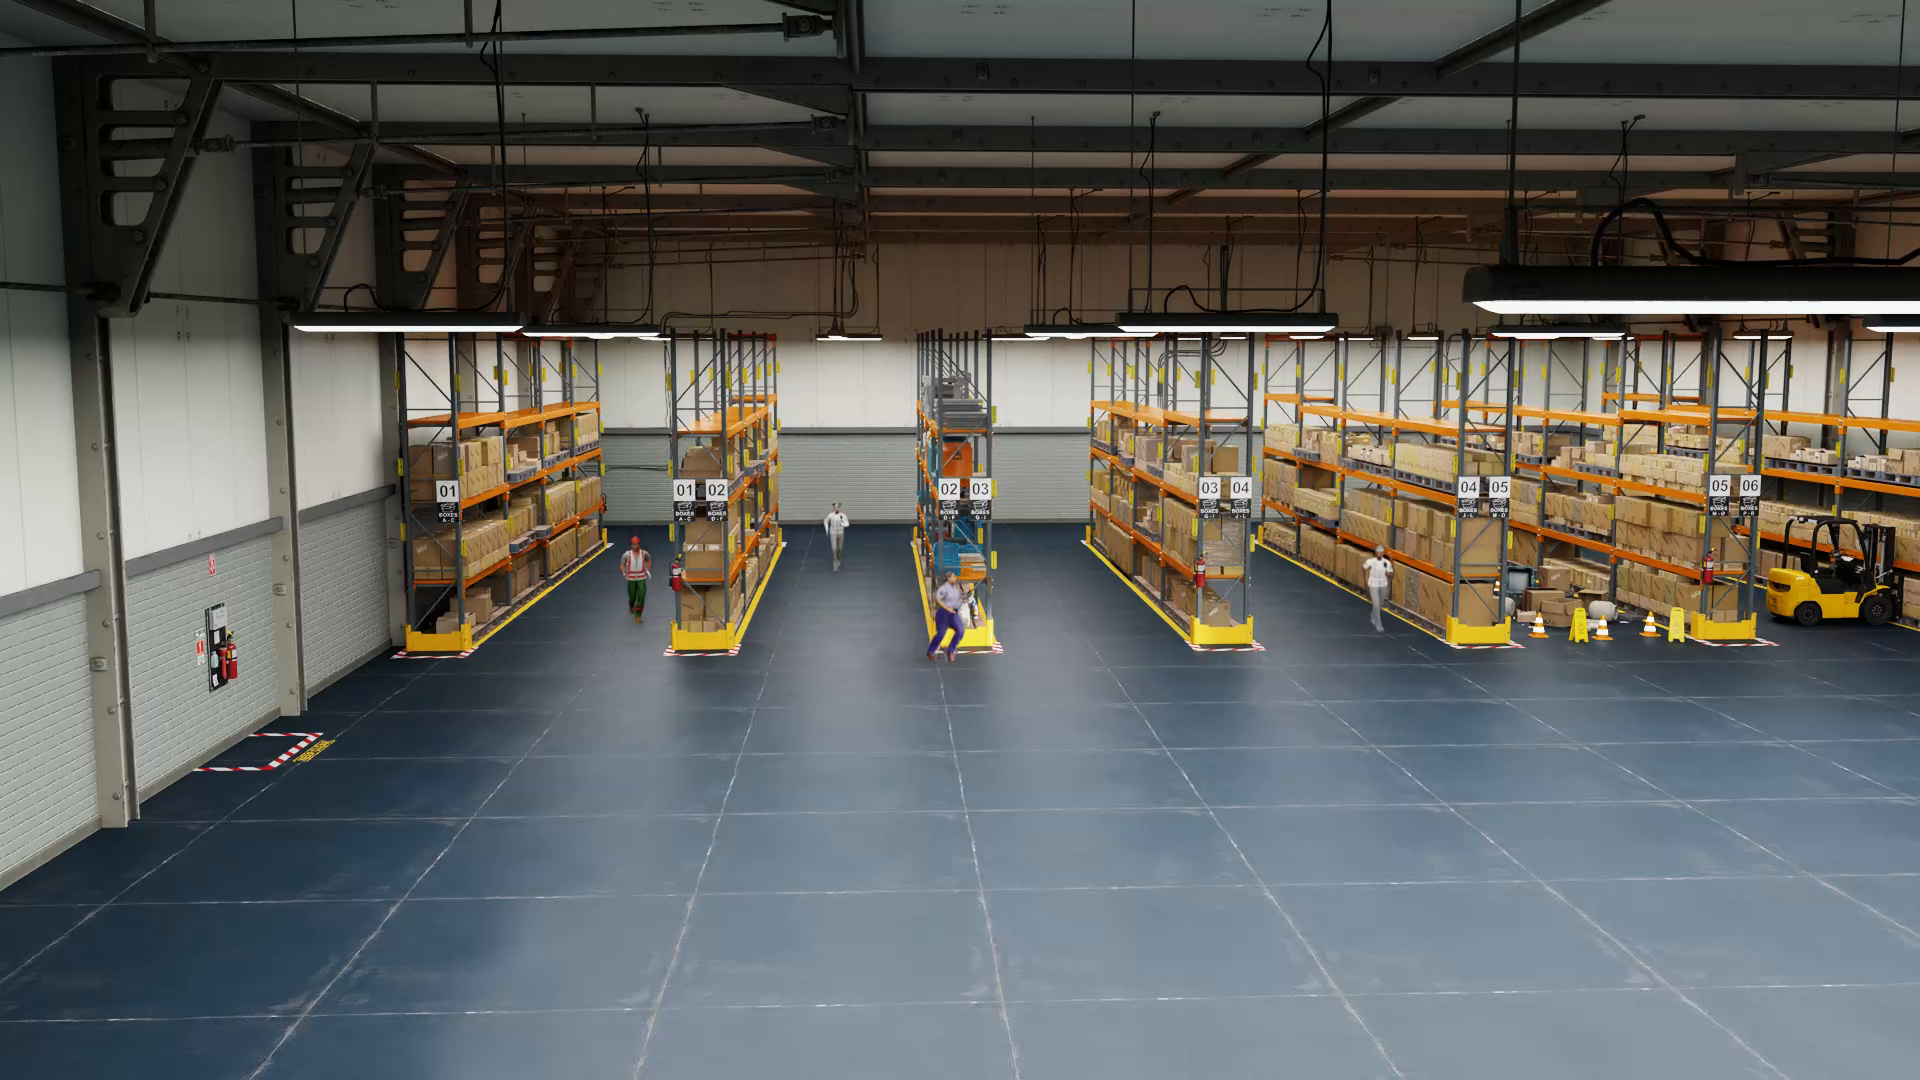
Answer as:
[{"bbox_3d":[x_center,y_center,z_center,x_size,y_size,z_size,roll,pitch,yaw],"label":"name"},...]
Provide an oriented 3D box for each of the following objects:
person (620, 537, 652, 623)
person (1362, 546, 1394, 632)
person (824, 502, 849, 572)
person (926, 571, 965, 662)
[{"bbox_3d":[-6.688,0.804,34.367,0.643,1.758,0.873,-2,7,-15],"label":"person"},{"bbox_3d":[8.371,0.936,33.320,0.567,1.697,0.933,0,7,-4],"label":"person"},{"bbox_3d":[-3.117,-0.108,42.293,0.571,1.728,0.838,-1,7,-12],"label":"person"},{"bbox_3d":[-0.205,1.388,30.169,0.657,1.647,0.681,6,9,40],"label":"person"}]
